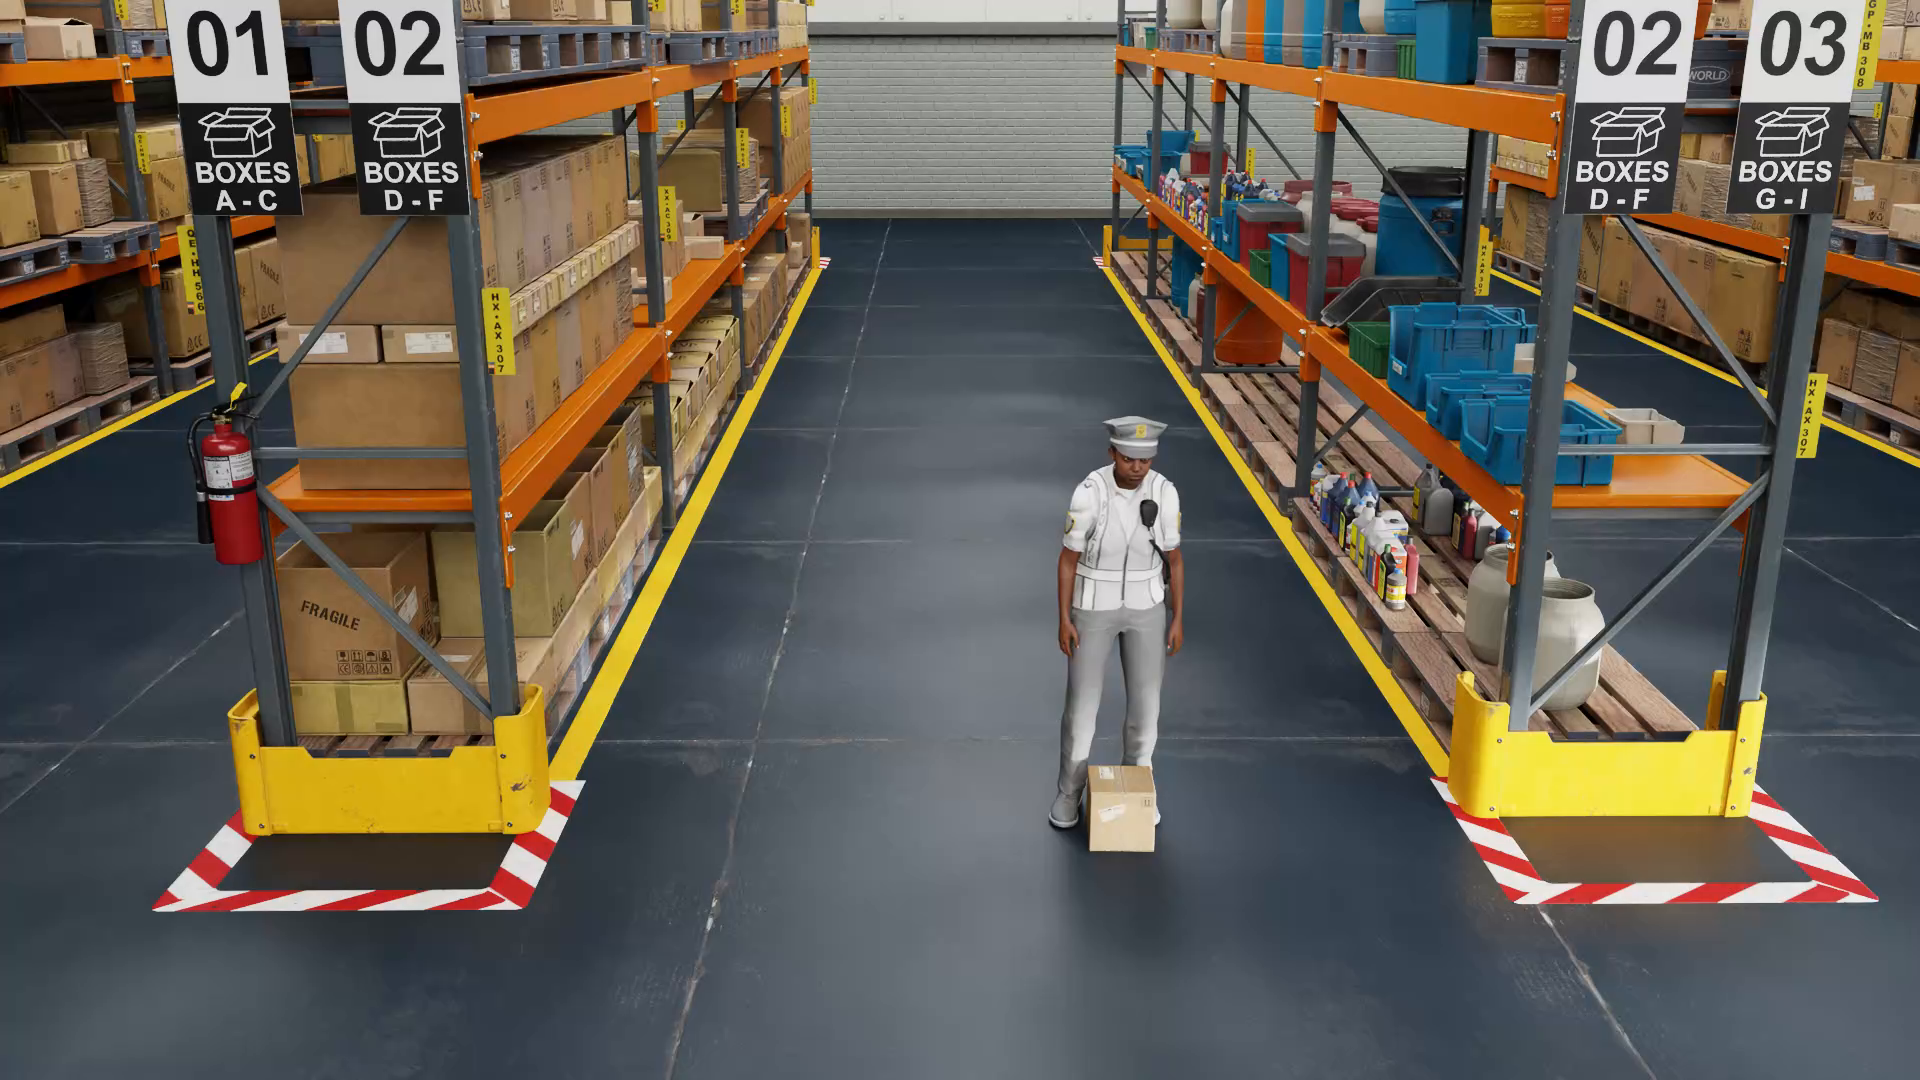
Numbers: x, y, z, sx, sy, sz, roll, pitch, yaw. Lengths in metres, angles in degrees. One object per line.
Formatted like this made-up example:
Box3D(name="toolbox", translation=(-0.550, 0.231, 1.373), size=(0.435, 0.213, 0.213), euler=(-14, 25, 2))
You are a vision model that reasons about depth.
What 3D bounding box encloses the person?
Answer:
Box3D(name="person", translation=(0.618, 0.310, 6.542), size=(0.529, 1.663, 0.392), euler=(-1, 17, -3))
